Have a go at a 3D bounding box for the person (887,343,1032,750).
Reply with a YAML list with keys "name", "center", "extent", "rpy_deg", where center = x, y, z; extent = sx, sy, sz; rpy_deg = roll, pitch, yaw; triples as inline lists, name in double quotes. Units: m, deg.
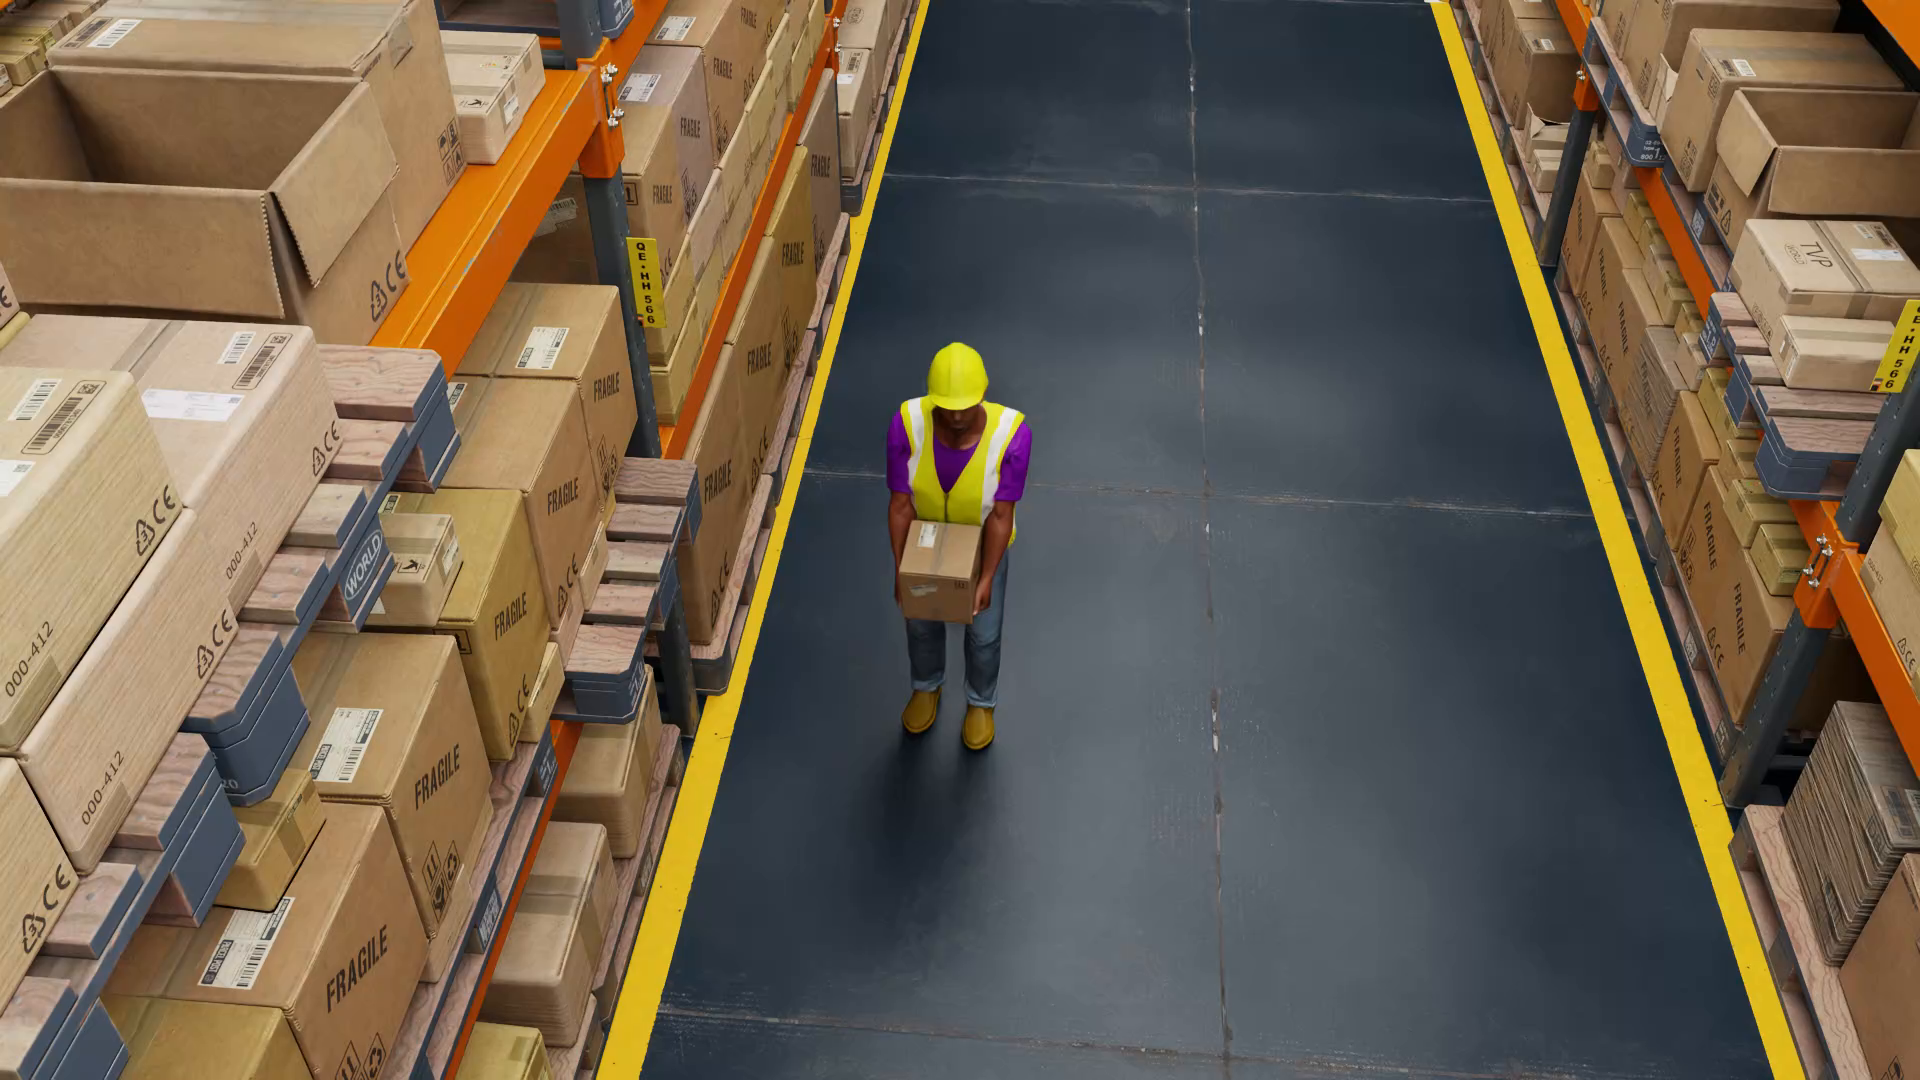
- name: "person"
  center: [-0.017, 0.063, 6.069]
  extent: [0.505, 1.756, 0.577]
  rpy_deg: [6, 40, 7]
